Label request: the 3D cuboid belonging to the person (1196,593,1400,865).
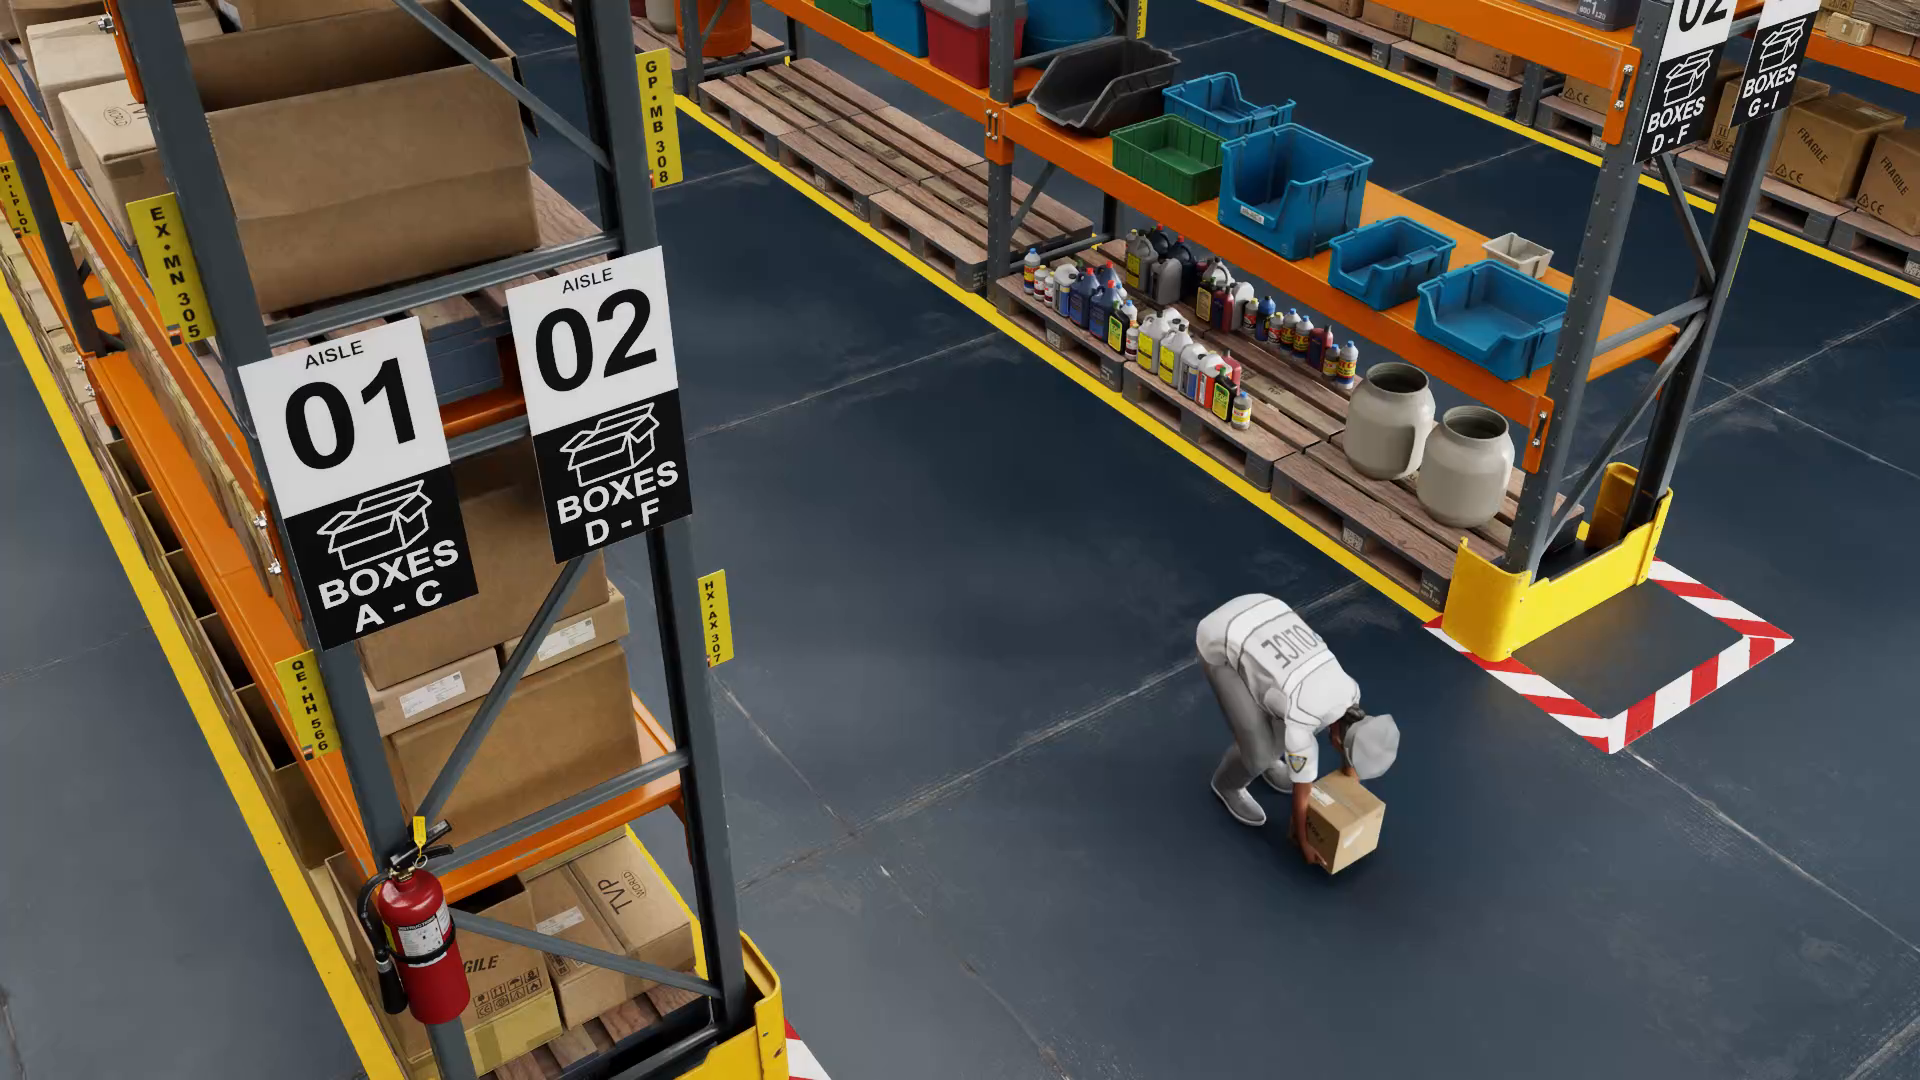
[{"bbox_3d":[1.318,0.749,6.615,0.456,0.922,0.907,-25,43,-30],"label":"person"}]
